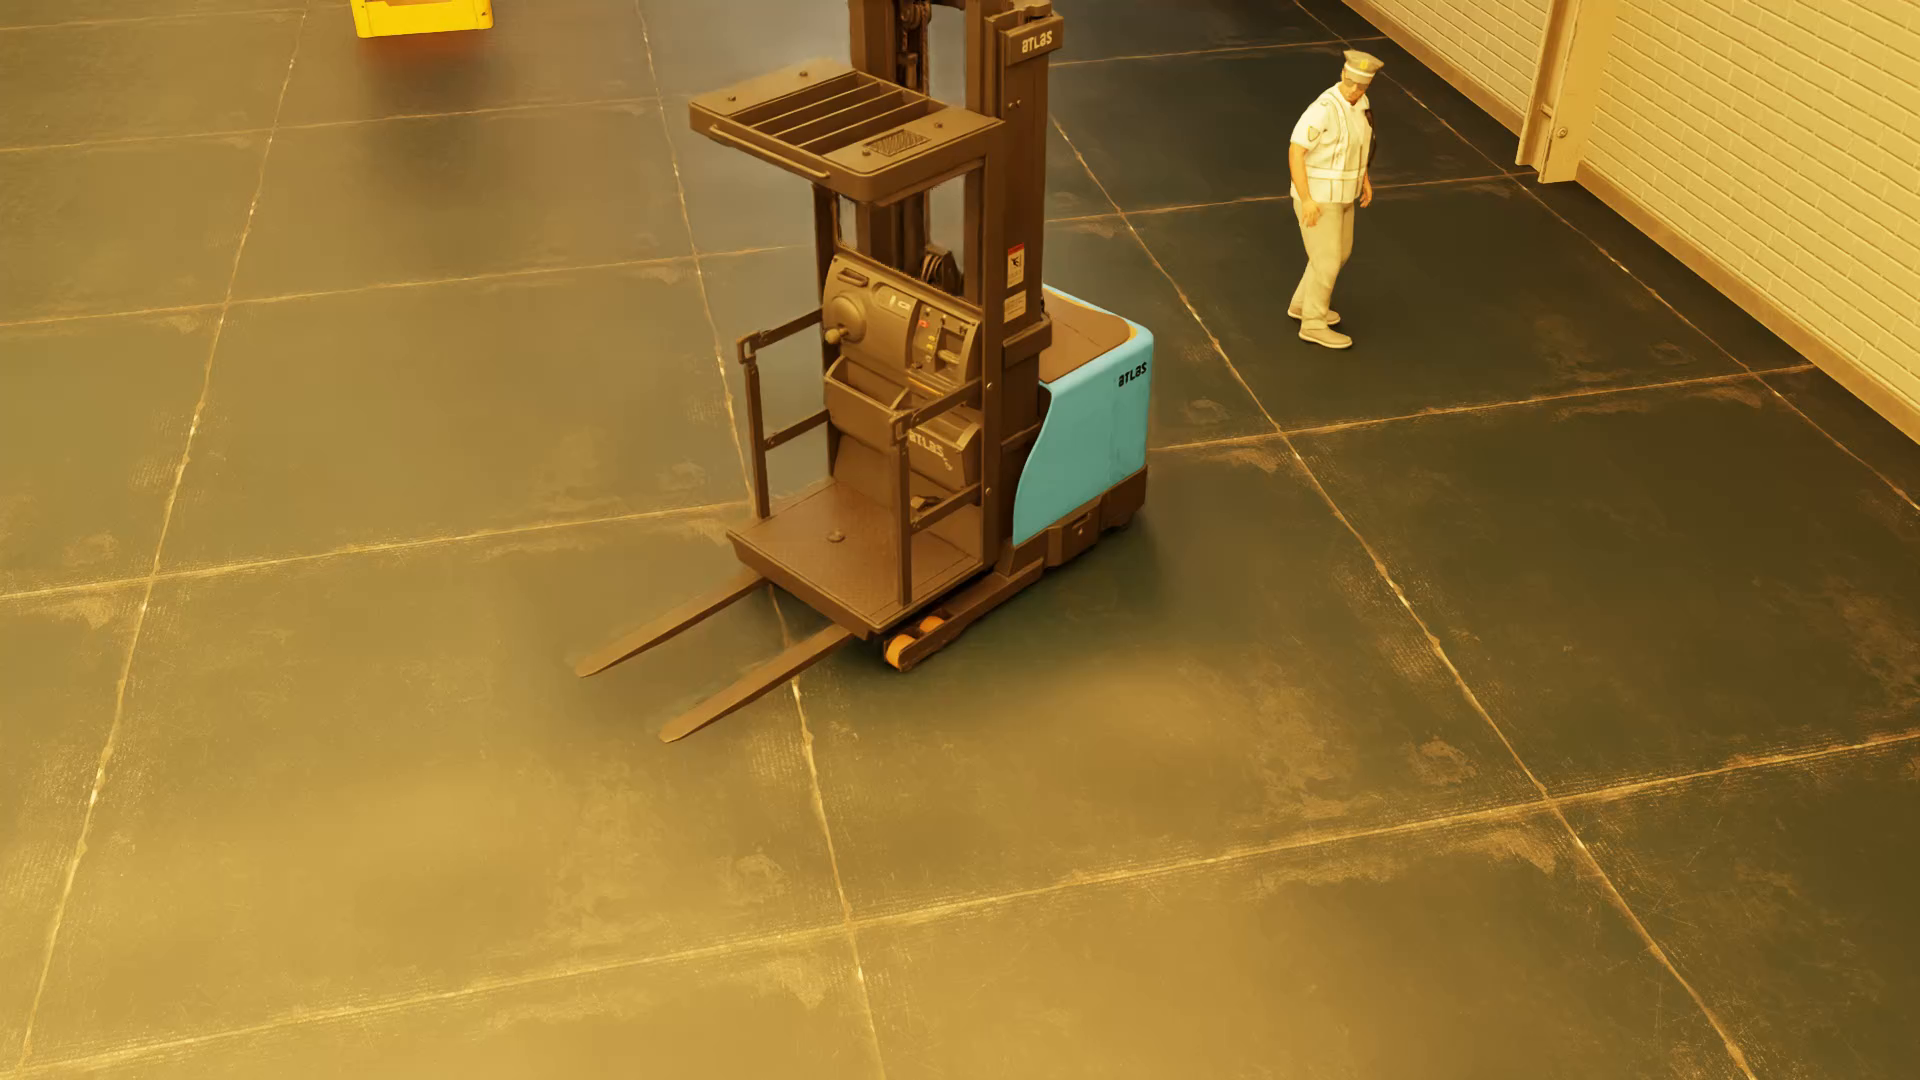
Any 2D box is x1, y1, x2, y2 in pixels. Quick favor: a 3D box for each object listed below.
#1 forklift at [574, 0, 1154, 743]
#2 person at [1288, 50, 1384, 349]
[{"bbox_3d":[-0.420,-0.924,7.334,1.130,2.935,3.031,30,45,34],"label":"forklift"},{"bbox_3d":[2.266,-2.039,9.906,0.520,1.738,0.750,22,41,27],"label":"person"}]
